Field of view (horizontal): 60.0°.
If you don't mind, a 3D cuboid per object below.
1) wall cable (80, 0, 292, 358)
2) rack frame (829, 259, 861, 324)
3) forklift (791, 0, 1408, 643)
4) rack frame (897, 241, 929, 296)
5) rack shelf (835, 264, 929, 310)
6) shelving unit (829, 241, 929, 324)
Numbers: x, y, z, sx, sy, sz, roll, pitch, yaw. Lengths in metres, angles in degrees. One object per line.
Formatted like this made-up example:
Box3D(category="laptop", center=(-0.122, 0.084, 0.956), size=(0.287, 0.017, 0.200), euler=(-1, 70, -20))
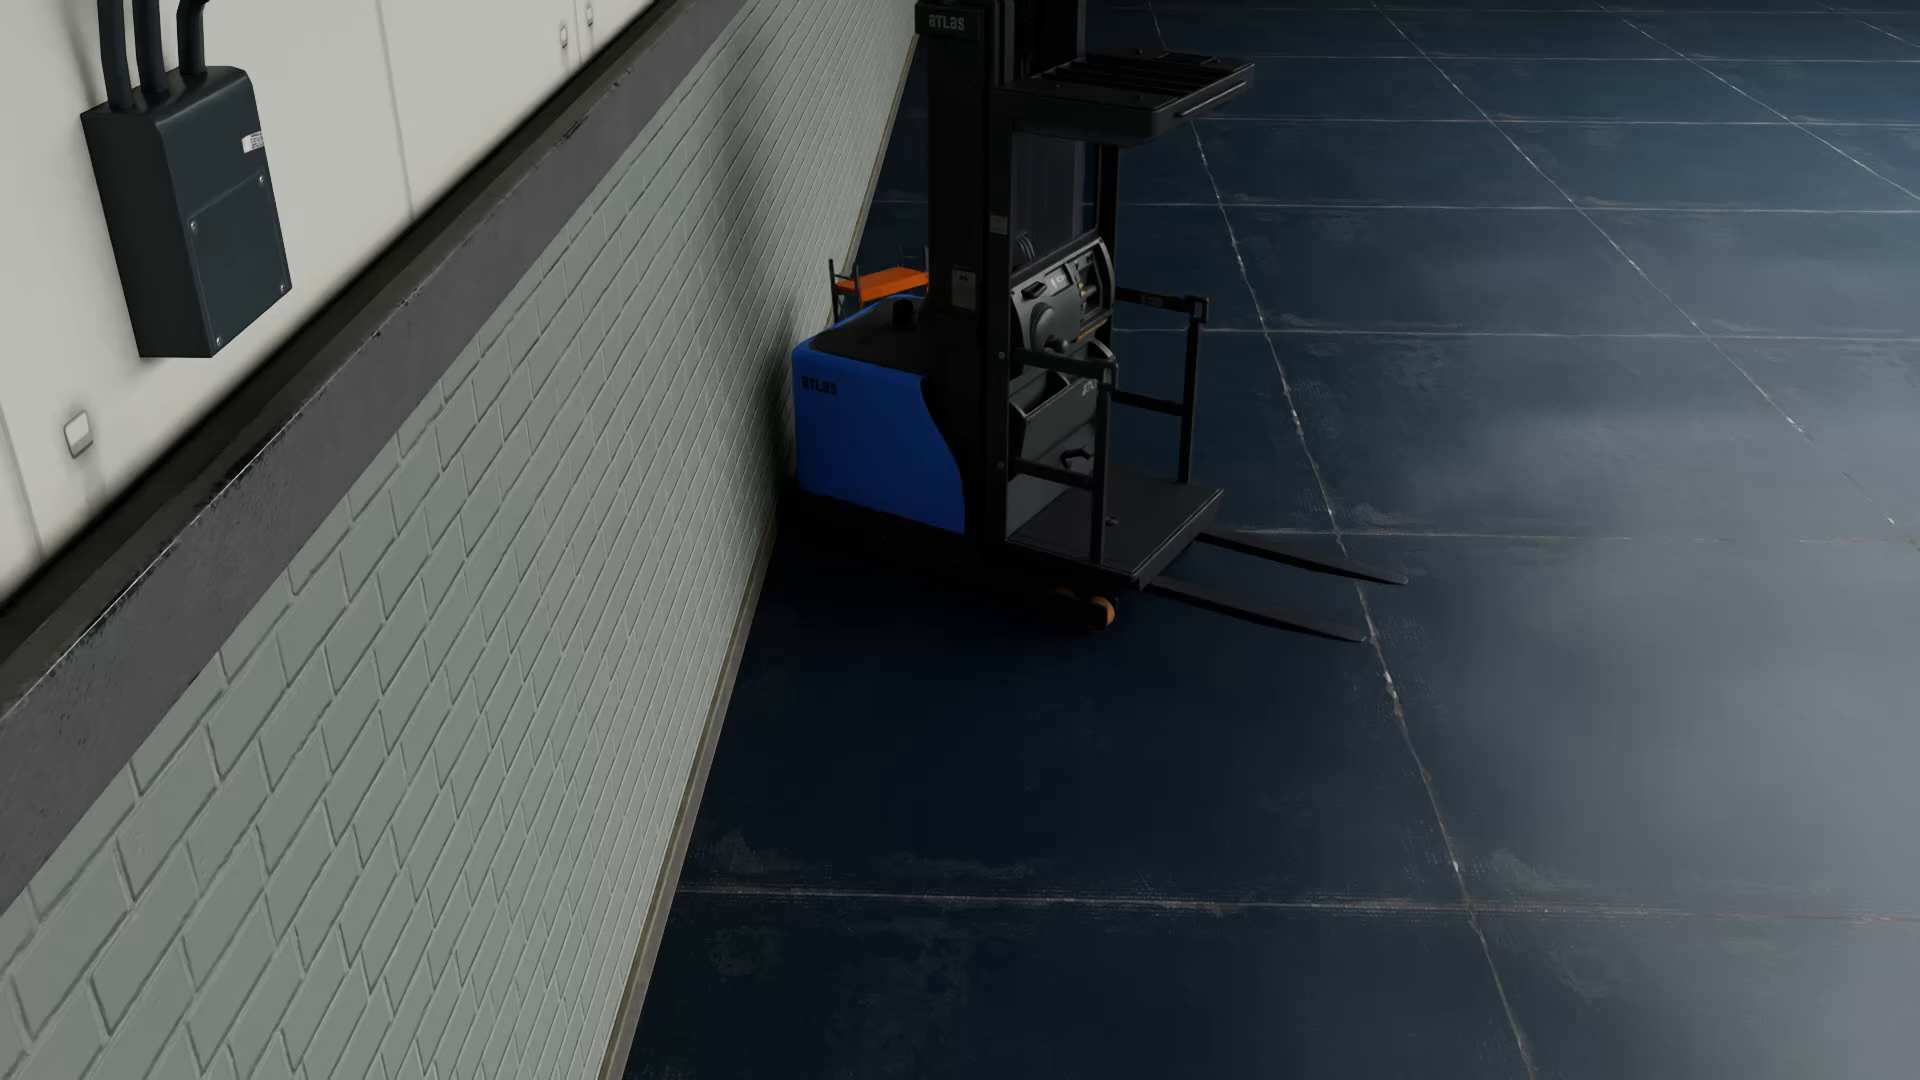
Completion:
Box3D(category="wall cable", center=(-1.083, -3.456, 2.030), size=(0.169, 6.003, 2.305), euler=(1, 28, 2))
Box3D(category="rack frame", center=(-0.596, -0.955, 9.247), size=(0.015, 1.200, 0.240), euler=(-23, 30, -36))
Box3D(category="forklift", center=(0.668, -1.142, 7.775), size=(3.031, 2.935, 1.130), euler=(16, 32, 27))
Box3D(category="rack frame", center=(-0.233, -1.108, 9.536), size=(0.015, 1.200, 0.240), euler=(-23, 30, -36))
Box3D(category="rack shelf", center=(-0.439, -1.390, 9.233), size=(0.480, 0.148, 0.258), euler=(-23, 30, -36))
Box3D(category="shelving unit", center=(-0.414, -1.032, 9.392), size=(0.503, 1.200, 0.258), euler=(-23, 30, -36))
